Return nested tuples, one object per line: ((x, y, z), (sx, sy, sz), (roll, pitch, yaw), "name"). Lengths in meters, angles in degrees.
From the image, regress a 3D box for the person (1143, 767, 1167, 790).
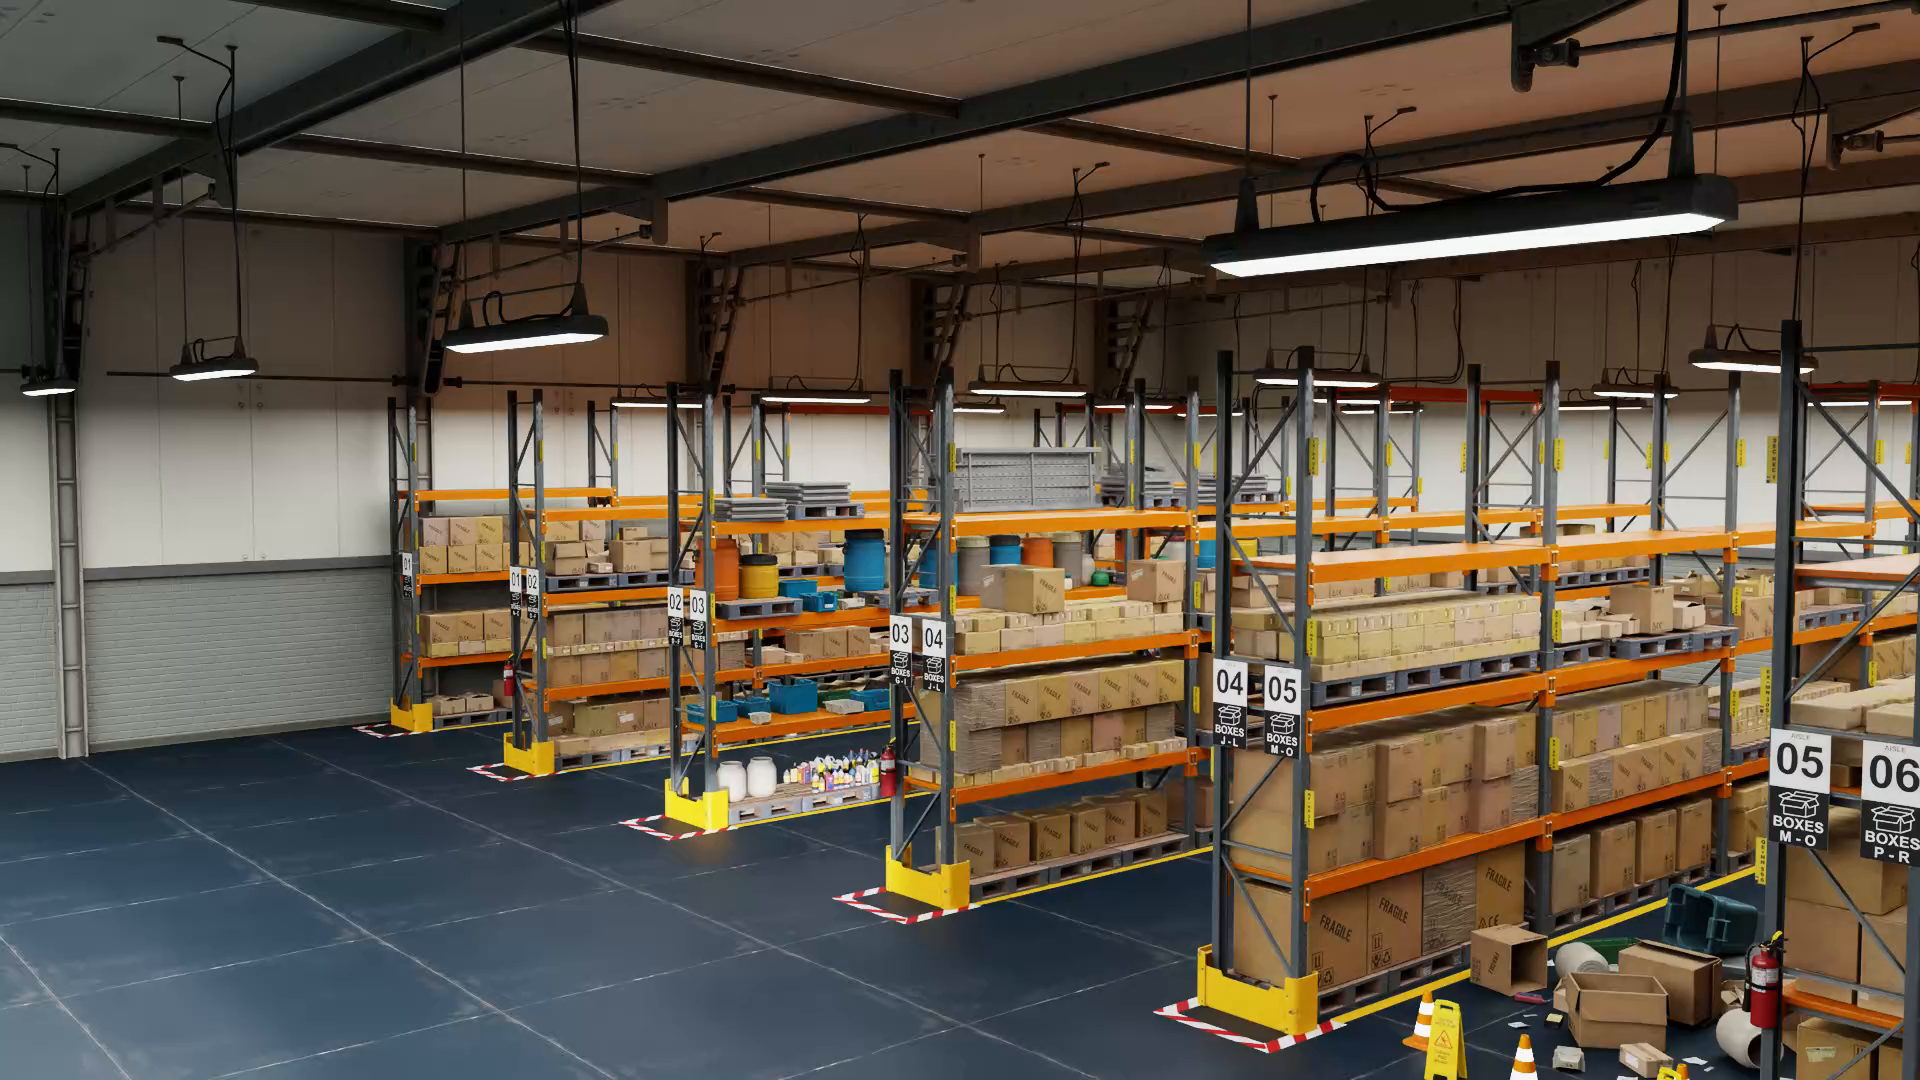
((2.759, 2.889, 24.150), (0.540, 1.748, 0.676), (-3, 4, -40), "person")
